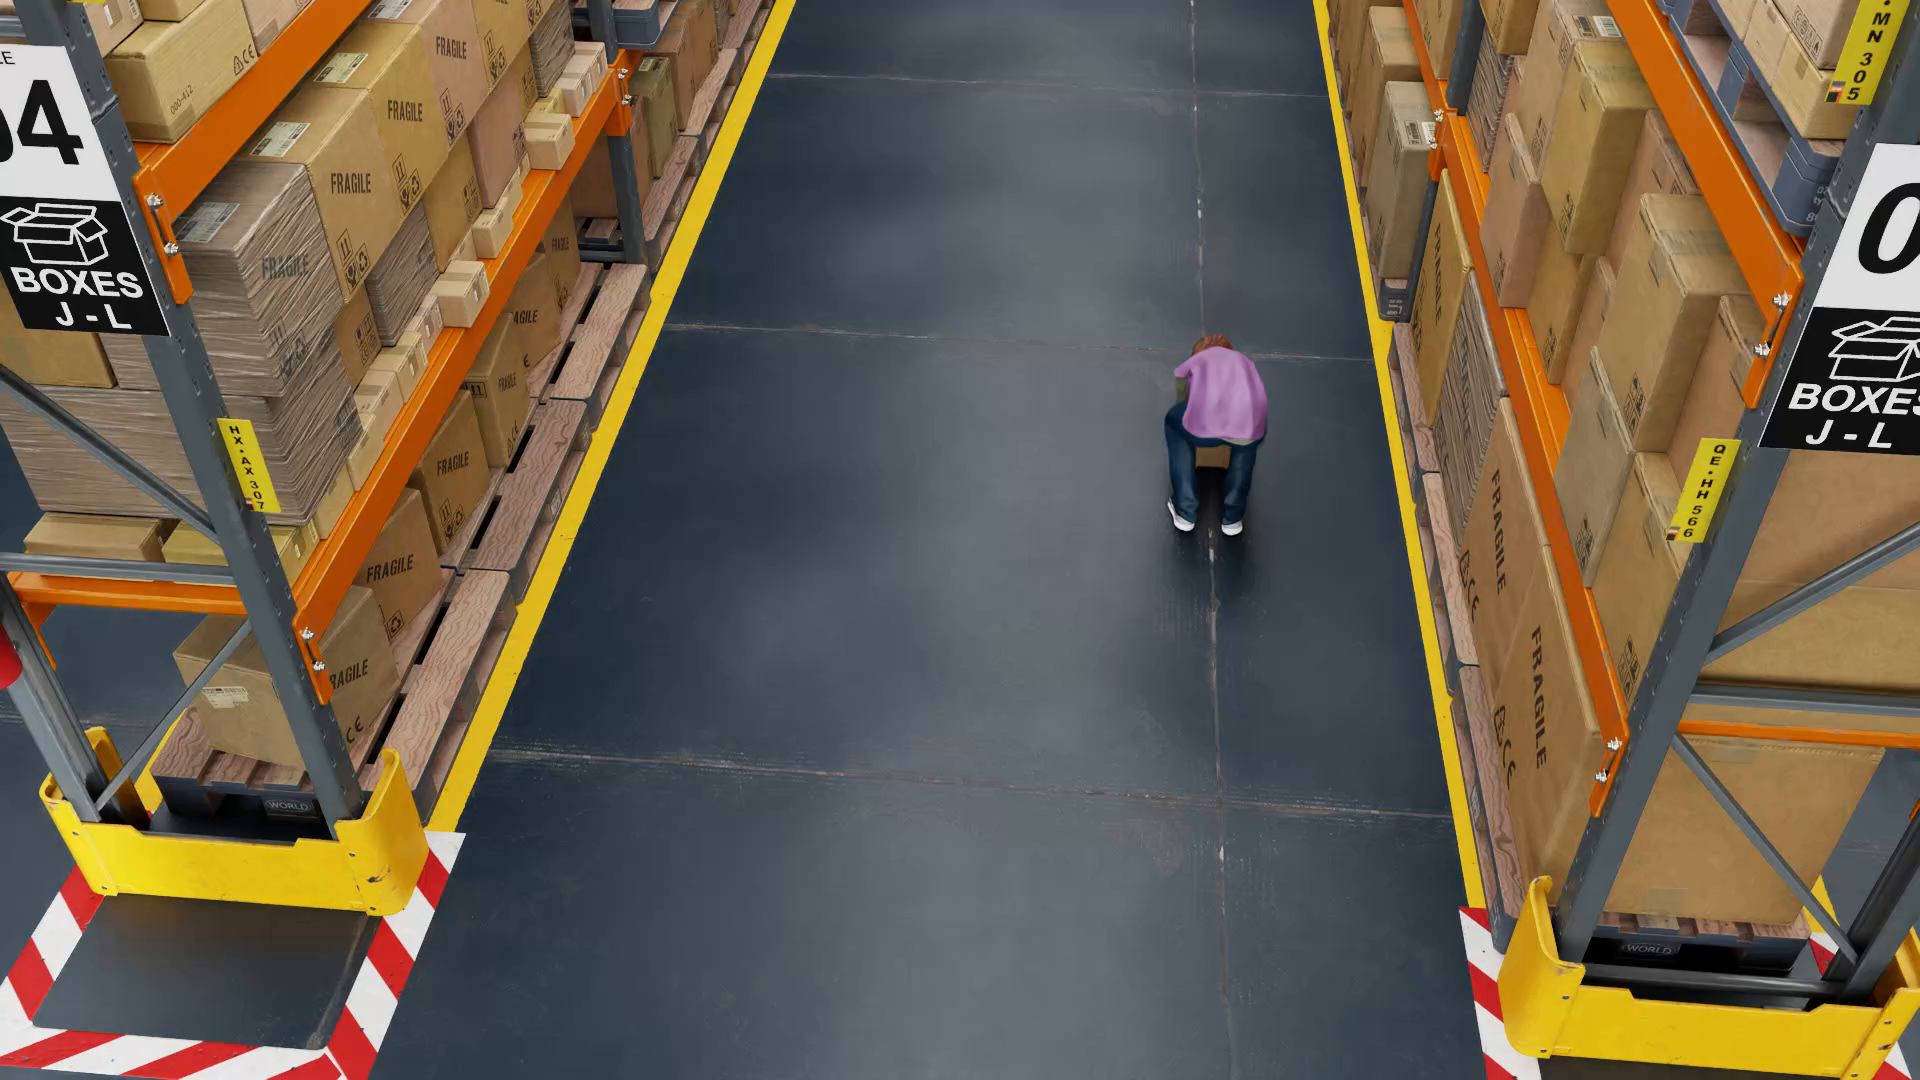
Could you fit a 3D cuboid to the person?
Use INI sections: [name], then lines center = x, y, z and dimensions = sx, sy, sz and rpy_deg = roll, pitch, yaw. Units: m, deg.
[person]
center = 1.099, -0.687, 6.969
dimensions = 0.469, 1.590, 0.348
rpy_deg = 2, 41, 2
